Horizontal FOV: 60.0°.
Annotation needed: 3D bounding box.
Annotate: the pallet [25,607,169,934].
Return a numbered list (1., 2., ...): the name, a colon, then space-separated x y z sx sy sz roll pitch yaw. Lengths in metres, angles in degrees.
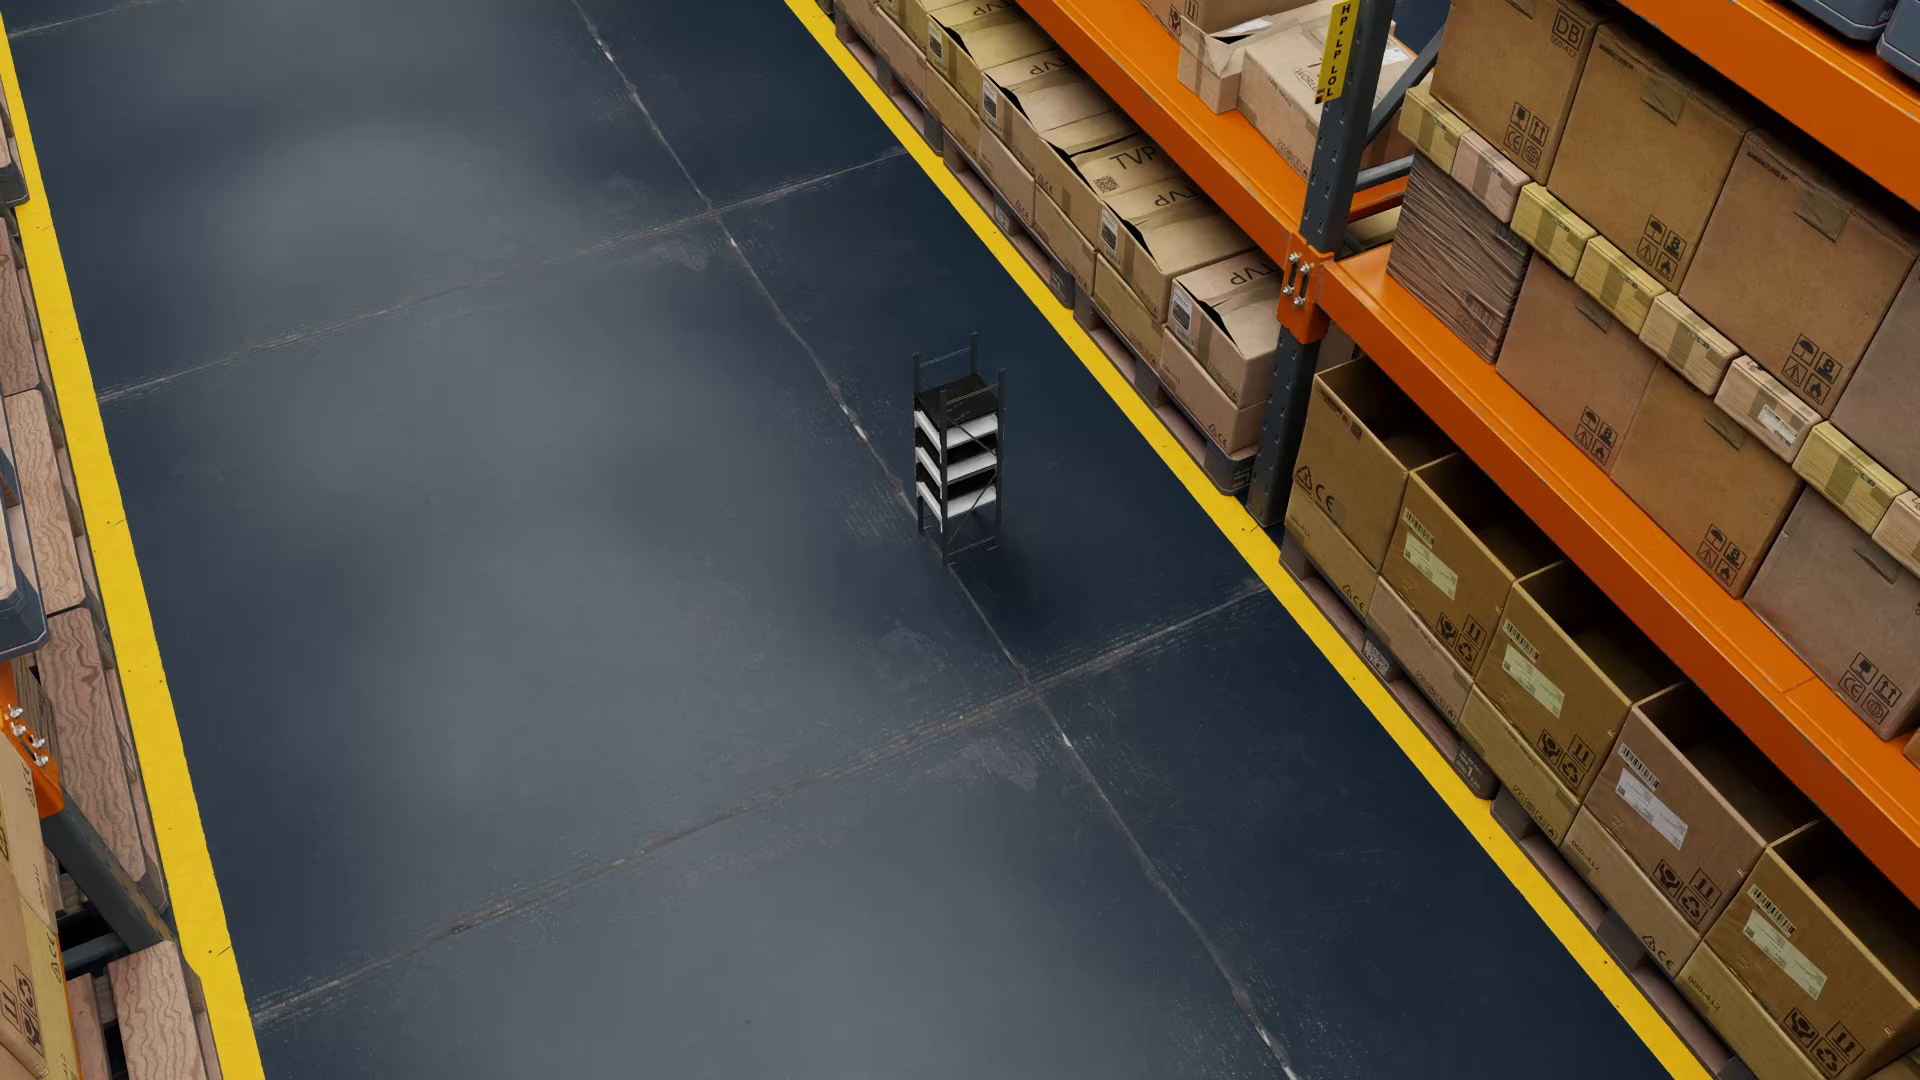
1. pallet: -3.200 0.868 5.351 1.003 0.211 1.213 -21 52 -18

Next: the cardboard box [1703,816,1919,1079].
1. cardboard box: 2.411 1.038 4.399 0.500 0.500 0.500 -21 52 -18

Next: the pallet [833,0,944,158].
1. pallet: 0.072 -2.433 8.238 1.003 0.211 1.213 -21 52 -18

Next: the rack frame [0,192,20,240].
1. rack frame: -4.673 -2.207 6.188 1.000 3.000 0.127 -21 52 -18

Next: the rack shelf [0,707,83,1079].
1. rack shelf: -1.927 2.046 2.946 1.077 0.370 4.000 -21 52 -18

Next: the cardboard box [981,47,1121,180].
1. cardboard box: 0.424 -1.847 7.048 0.500 0.311 0.500 -22 52 -18

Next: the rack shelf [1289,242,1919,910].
1. rack shelf: 2.476 0.337 4.441 1.077 0.370 4.000 -21 52 -18

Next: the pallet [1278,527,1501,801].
1. pallet: 1.887 0.226 5.912 1.003 0.211 1.213 -21 52 -18

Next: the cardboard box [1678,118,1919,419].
1. cardboard box: 2.230 -0.731 3.968 0.700 0.500 0.500 -21 52 -18

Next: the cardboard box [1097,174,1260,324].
1. cardboard box: 0.877 -1.175 6.460 0.500 0.311 0.500 -20 52 -17

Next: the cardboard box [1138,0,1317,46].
1. cardboard box: 0.983 -2.144 6.066 0.500 0.500 0.500 -18 51 -15

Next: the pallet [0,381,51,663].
1. pallet: -3.063 -0.028 4.409 1.003 0.211 1.213 -21 52 -18

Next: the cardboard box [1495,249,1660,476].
1. cardboard box: 2.017 -0.626 4.738 0.700 0.500 0.500 -22 52 -18

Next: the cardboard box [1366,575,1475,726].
1. cardboard box: 1.728 0.280 5.560 0.500 0.250 0.500 -21 52 -18

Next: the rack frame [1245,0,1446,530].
1. rack frame: 1.561 -1.239 5.341 1.000 3.000 0.127 -21 52 -18

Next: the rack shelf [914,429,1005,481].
1. rack shelf: -0.004 -0.339 5.873 0.258 0.077 0.200 -21 52 -18

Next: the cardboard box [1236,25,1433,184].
1. cardboard box: 1.297 -1.504 5.672 0.500 0.250 0.500 -18 51 -15

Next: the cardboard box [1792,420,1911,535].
1. cardboard box: 2.224 -0.203 3.937 0.380 0.149 0.250 -22 52 -18

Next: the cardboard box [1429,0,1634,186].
1. cardboard box: 1.769 -1.404 4.557 0.700 0.500 0.500 -21 52 -17

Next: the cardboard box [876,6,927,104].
1. cardboard box: -0.060 -2.361 7.870 0.500 0.250 0.500 -23 53 -19

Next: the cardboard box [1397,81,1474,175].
1. cardboard box: 1.512 -1.239 4.843 0.380 0.149 0.250 -21 52 -18

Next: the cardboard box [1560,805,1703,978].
1. cardboard box: 2.186 0.949 4.975 0.500 0.250 0.500 -21 52 -18

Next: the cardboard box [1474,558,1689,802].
1. cardboard box: 1.952 0.369 4.984 0.500 0.500 0.500 -21 52 -18

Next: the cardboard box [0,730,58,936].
1. cardboard box: -2.356 0.726 3.709 0.500 0.250 0.500 -21 52 -17

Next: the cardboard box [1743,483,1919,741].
1. cardboard box: 2.478 0.054 4.144 0.700 0.500 0.500 -20 52 -16

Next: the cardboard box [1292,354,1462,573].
1. cardboard box: 1.495 -0.300 5.569 0.500 0.500 0.500 -21 52 -18

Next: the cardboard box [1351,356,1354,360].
1. cardboard box: 1.597 -0.827 6.528 0.500 0.250 0.500 -22 52 -18

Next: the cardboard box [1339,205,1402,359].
1. cardboard box: 1.593 -1.019 6.323 0.500 0.311 0.500 -21 52 -17

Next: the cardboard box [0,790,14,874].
1. cardboard box: -2.351 0.476 3.429 0.500 0.500 0.500 -21 52 -18

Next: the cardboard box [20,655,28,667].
1. cardboard box: -3.475 0.333 5.335 0.700 0.500 0.500 -22 52 -18

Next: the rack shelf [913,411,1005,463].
1. rack shelf: -0.004 -0.398 5.806 0.258 0.077 0.200 -21 52 -18

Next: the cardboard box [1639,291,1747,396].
1. cardboard box: 1.980 -0.555 4.245 0.380 0.149 0.250 -23 53 -19

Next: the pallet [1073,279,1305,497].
1. pallet: 1.189 -0.800 6.810 1.003 0.211 1.213 -21 52 -18

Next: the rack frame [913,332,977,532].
1. rack frame: -0.050 -0.370 5.976 0.240 0.900 0.006 -21 52 -18

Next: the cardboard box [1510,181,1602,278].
1. cardboard box: 1.746 -0.898 4.546 0.380 0.149 0.250 -22 53 -18

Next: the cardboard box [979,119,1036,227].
1. cardboard box: 0.417 -1.672 7.267 0.500 0.250 0.500 -20 52 -17

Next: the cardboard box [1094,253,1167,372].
1. cardboard box: 0.883 -0.989 6.670 0.500 0.250 0.500 -22 52 -18

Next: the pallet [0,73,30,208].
1. pallet: -4.966 -1.843 7.721 1.003 0.211 1.213 -21 52 -18

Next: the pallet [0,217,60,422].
1. pallet: -4.316 -0.765 6.779 1.003 0.211 1.213 -21 52 -18

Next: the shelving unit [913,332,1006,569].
1. shelving unit: -0.004 -0.302 5.916 0.258 0.900 0.210 -21 52 -18

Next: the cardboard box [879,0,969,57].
1. cardboard box: -0.043 -2.533 7.648 0.500 0.311 0.500 -22 52 -18

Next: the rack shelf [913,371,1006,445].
1. rack shelf: -0.004 -0.458 5.738 0.258 0.077 0.200 -21 52 -18
